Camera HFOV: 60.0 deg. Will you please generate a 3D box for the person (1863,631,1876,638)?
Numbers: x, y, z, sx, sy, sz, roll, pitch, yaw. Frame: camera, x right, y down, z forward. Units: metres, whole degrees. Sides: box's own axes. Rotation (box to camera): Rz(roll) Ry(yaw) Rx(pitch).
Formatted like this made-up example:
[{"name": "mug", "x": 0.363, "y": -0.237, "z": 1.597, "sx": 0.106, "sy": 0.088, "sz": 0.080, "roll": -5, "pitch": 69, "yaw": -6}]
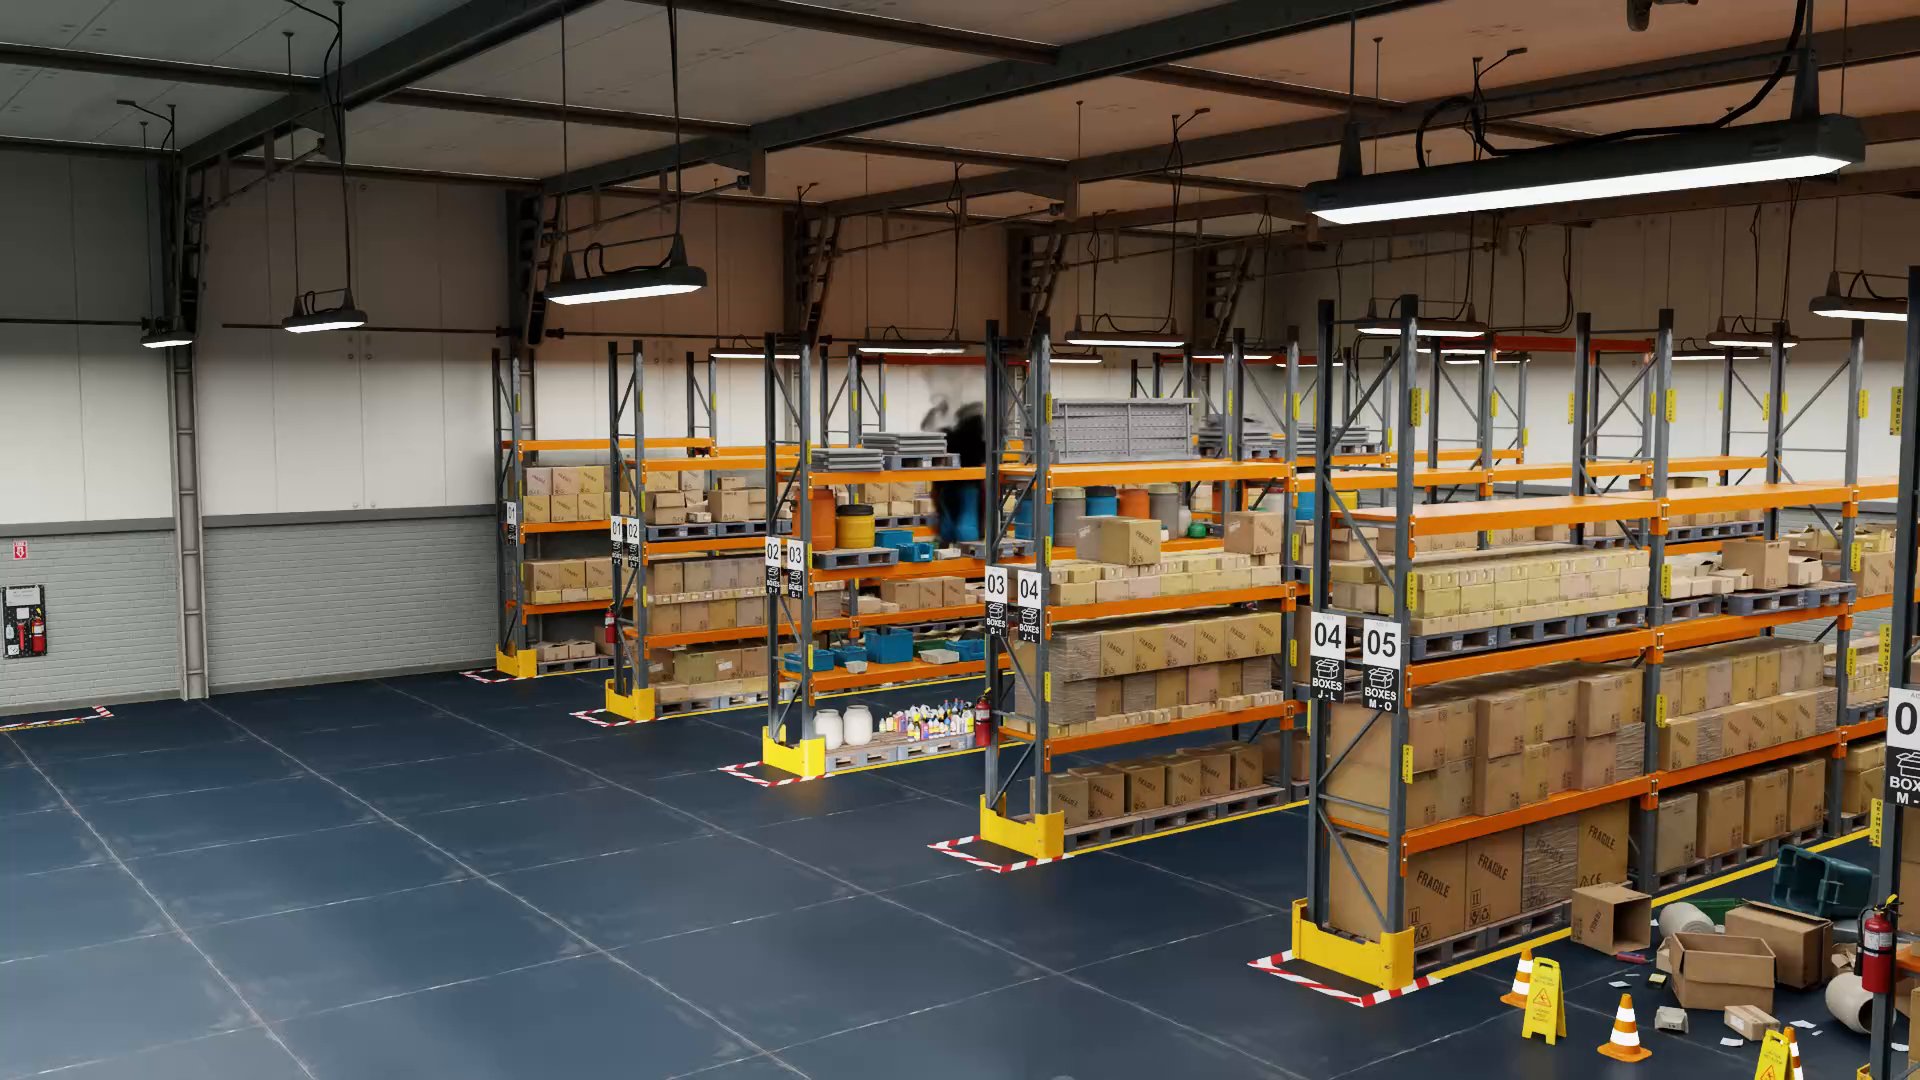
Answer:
[{"name": "person", "x": 13.320, "y": 2.181, "z": 24.500, "sx": 0.577, "sy": 1.681, "sz": 0.654, "roll": -4, "pitch": 6, "yaw": -38}]
